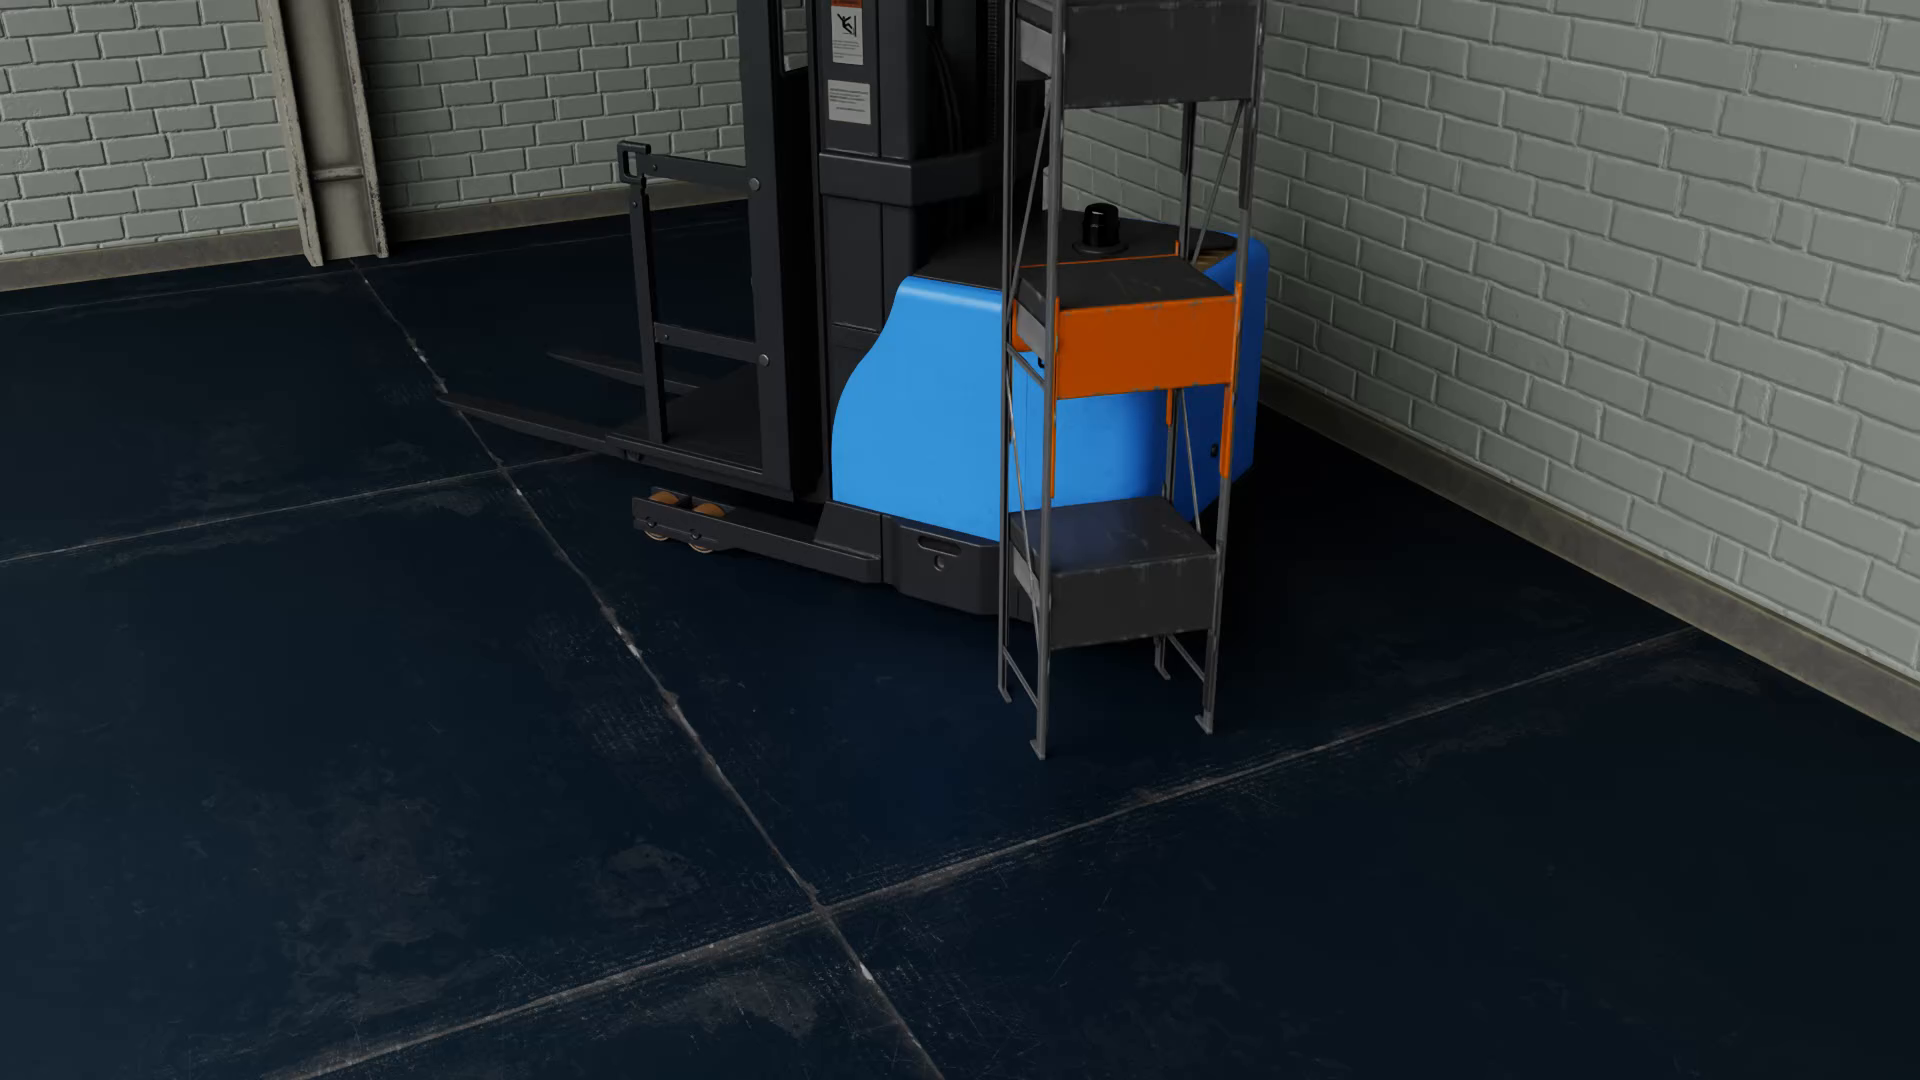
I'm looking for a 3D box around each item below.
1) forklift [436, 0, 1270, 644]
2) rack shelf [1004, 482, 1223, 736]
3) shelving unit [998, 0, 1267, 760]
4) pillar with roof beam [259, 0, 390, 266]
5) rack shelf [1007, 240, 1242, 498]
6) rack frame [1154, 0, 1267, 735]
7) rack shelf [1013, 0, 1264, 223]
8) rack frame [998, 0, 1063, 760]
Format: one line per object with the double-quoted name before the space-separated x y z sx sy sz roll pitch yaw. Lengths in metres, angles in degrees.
"forklift" -0.537 -1.458 5.400 3.031 2.935 1.130 14 29 27
"rack shelf" 0.406 0.182 4.592 0.480 0.518 0.431 -7 26 -14
"shelving unit" 0.405 -0.463 4.286 0.503 2.100 0.431 -7 26 -14
"pillar with roof beam" -1.276 -3.949 3.579 0.400 9.000 9.100 -13 29 -25
"rack shelf" 0.405 -0.451 4.292 0.480 0.518 0.431 -7 26 -14
"rack frame" 0.640 -0.491 4.344 0.015 2.100 0.400 -7 26 -14
"rack shelf" 0.404 -1.083 3.991 0.480 0.518 0.431 -7 26 -14
"rack frame" 0.170 -0.435 4.227 0.015 2.100 0.400 -7 26 -14
